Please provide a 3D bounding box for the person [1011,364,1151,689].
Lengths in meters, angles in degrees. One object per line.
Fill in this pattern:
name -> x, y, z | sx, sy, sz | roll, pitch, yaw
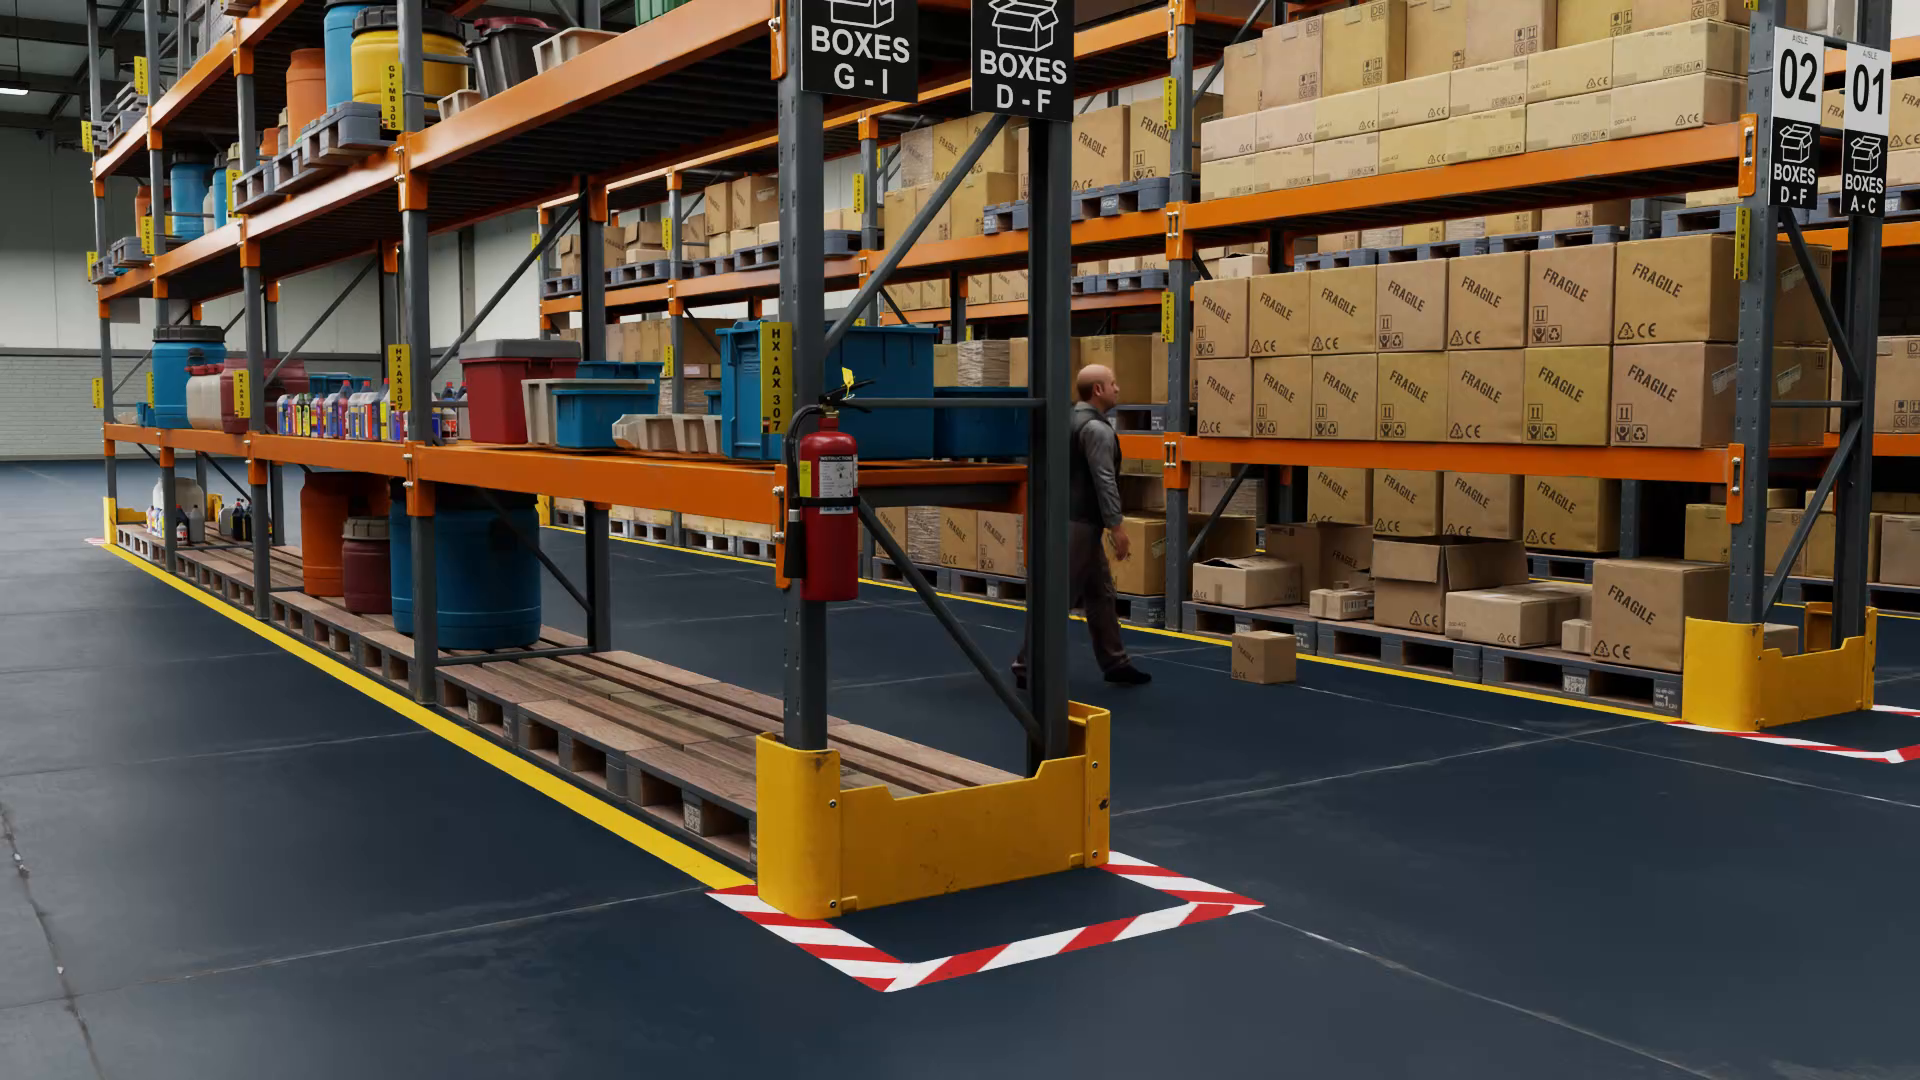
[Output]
person -> 0.671, -0.059, 8.650 | 0.827, 1.702, 0.559 | -1, 5, -12
